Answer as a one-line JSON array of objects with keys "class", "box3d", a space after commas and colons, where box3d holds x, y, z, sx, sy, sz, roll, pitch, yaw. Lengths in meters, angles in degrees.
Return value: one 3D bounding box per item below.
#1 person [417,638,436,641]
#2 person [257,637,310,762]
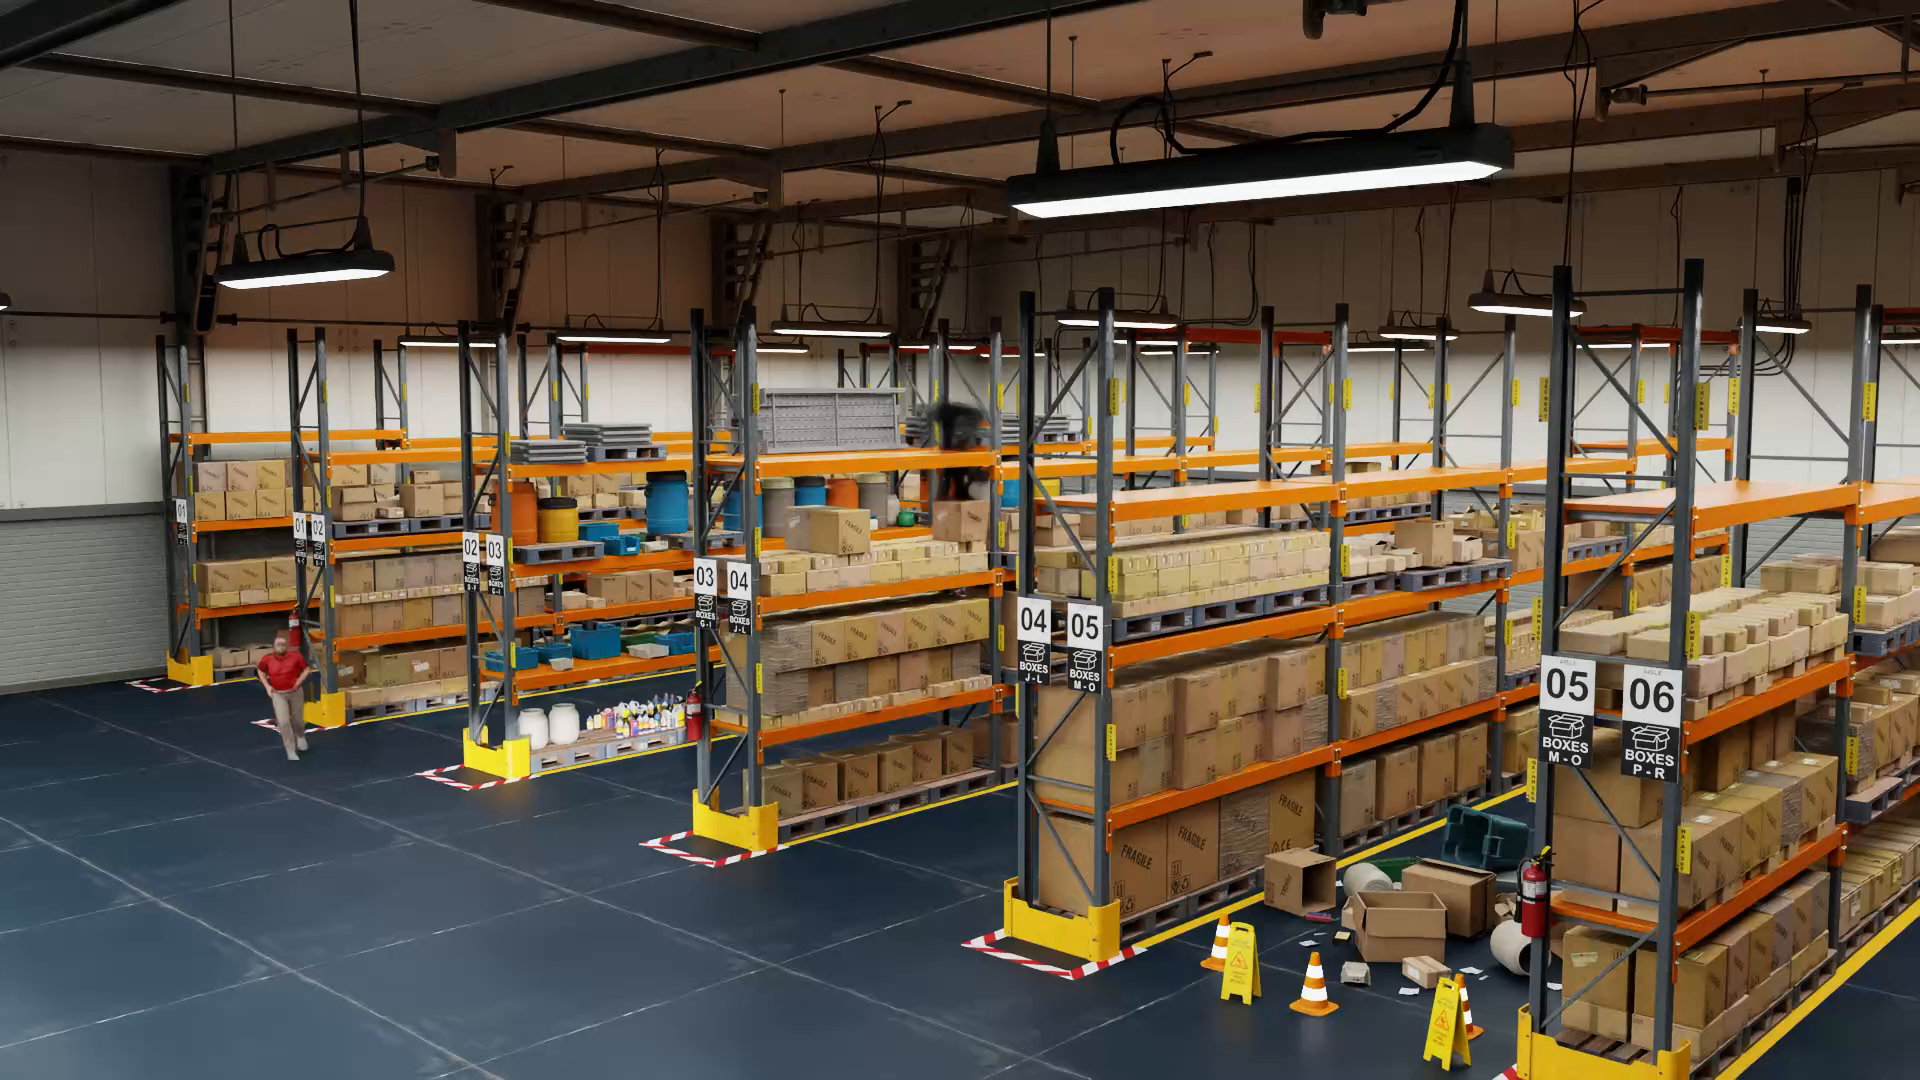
[{"class": "person", "box3d": [-9.417, 1.695, 29.222, 0.639, 1.476, 0.781, 1, 6, 15]}, {"class": "person", "box3d": [-9.339, 2.162, 22.988, 0.679, 1.702, 0.842, -2, 6, -17]}]
